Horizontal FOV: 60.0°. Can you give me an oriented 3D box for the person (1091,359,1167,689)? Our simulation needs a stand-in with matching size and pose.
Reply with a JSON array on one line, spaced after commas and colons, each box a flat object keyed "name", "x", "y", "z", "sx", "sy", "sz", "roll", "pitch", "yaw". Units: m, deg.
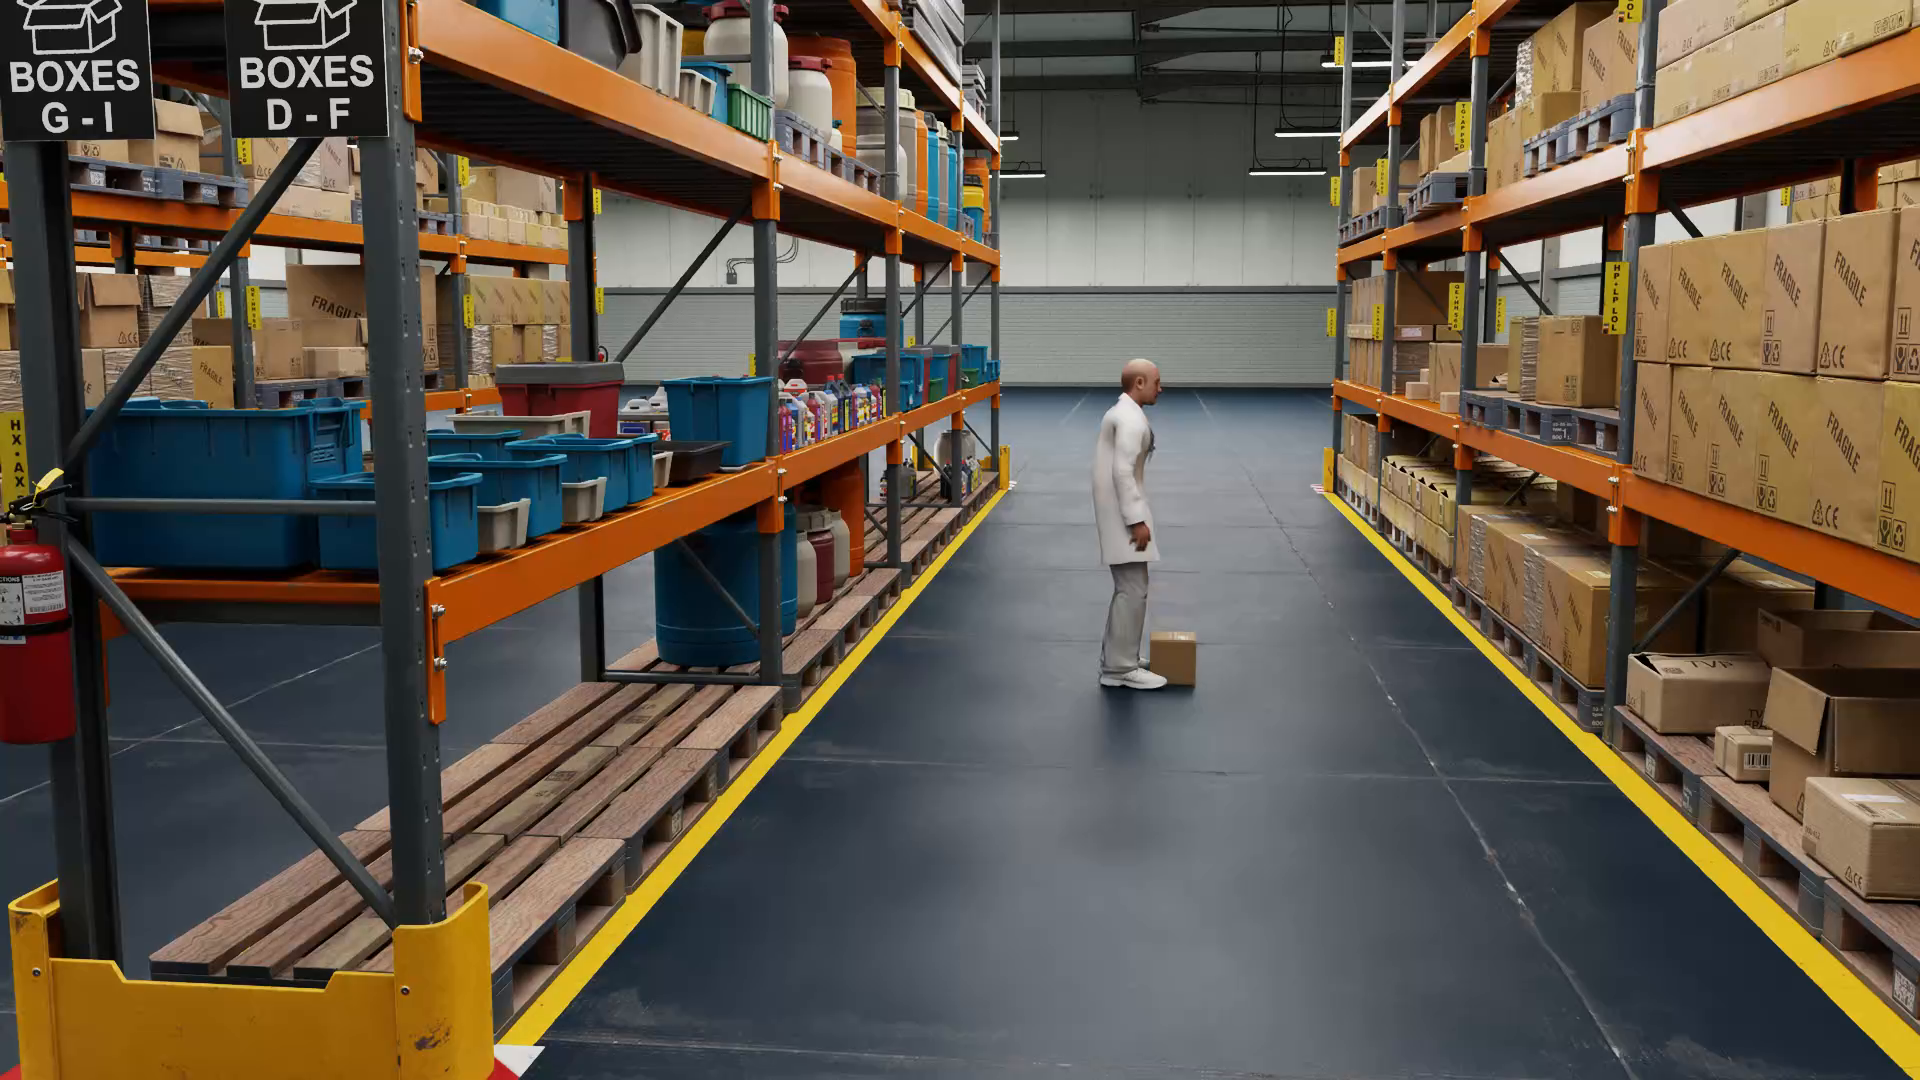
[{"name": "person", "x": 0.936, "y": -0.106, "z": 9.158, "sx": 0.425, "sy": 1.774, "sz": 0.653, "roll": 0, "pitch": 7, "yaw": 3}]
